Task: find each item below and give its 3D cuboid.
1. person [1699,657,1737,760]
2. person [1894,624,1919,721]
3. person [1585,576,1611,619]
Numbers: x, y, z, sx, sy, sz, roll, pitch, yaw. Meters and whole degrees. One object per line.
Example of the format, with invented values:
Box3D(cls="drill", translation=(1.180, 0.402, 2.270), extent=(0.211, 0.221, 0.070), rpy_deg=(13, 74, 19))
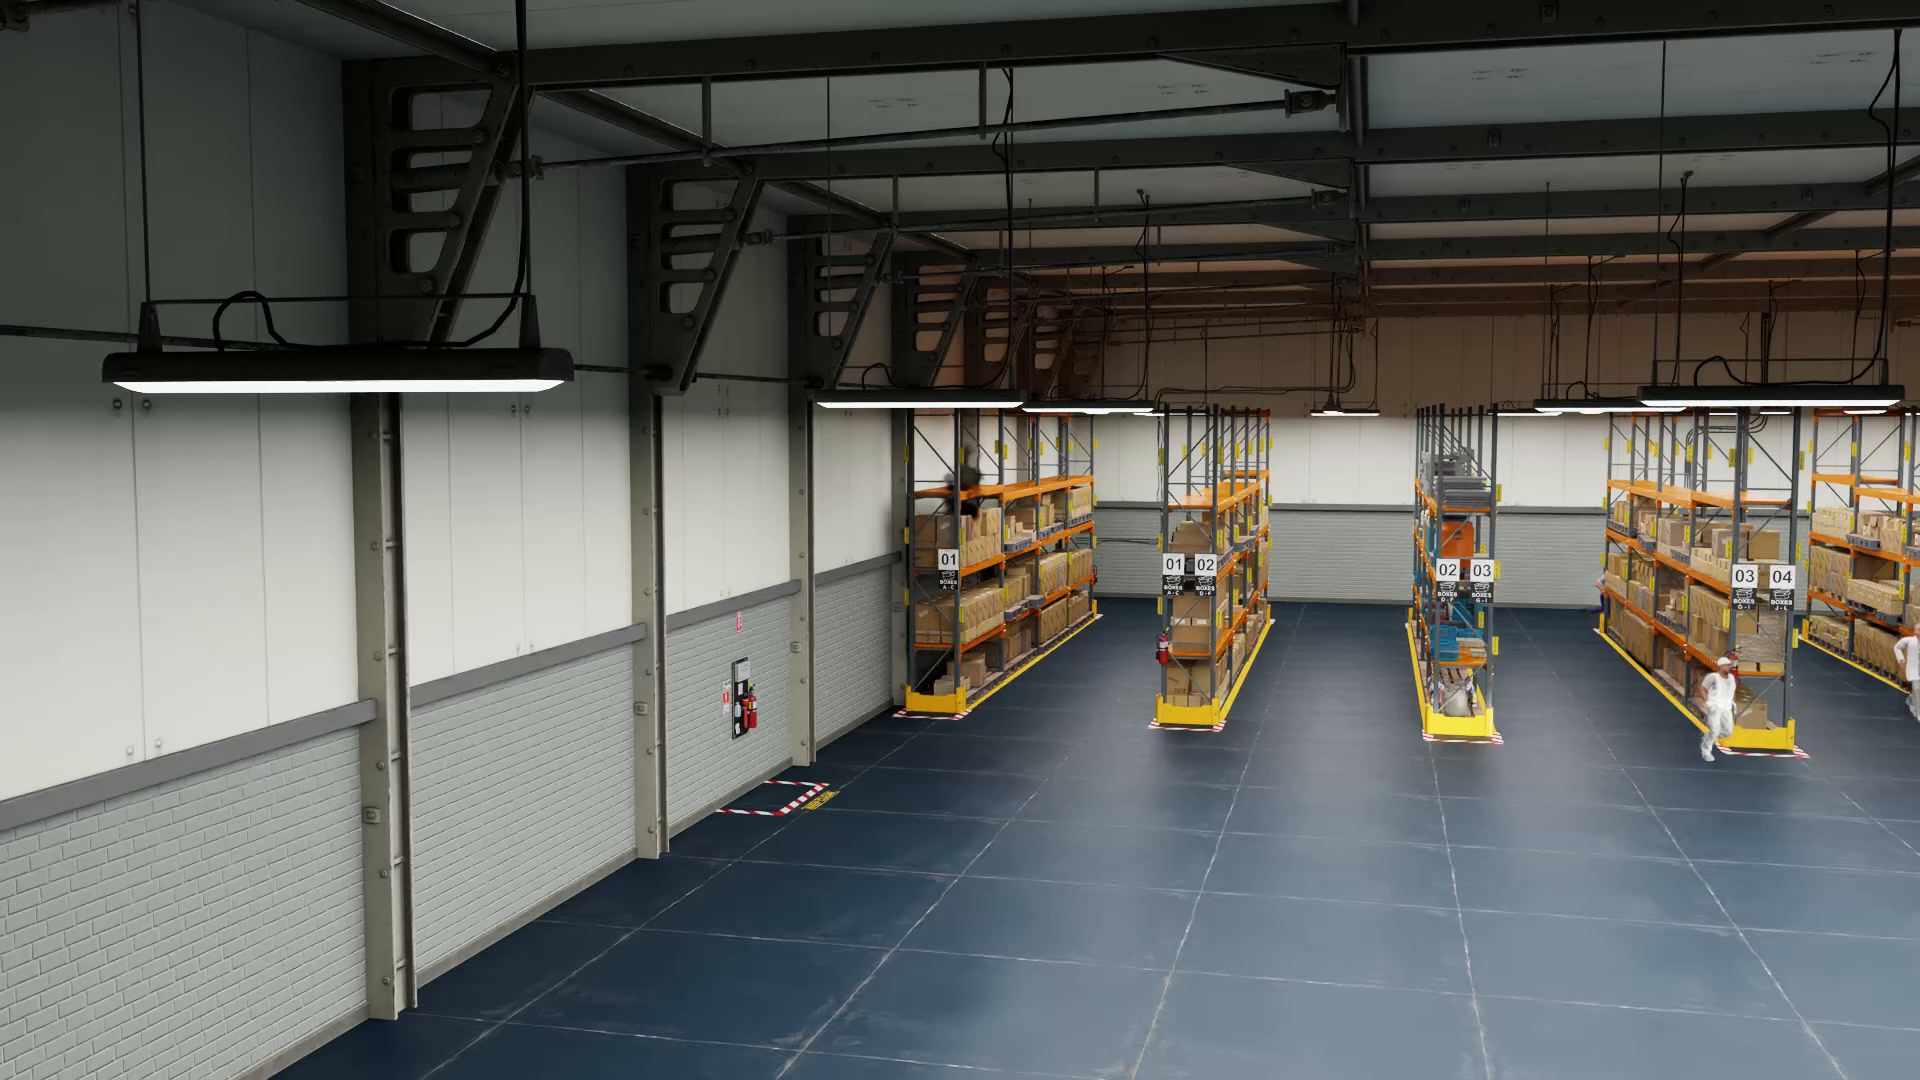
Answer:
Box3D(cls="person", translation=(12.786, 2.829, 28.008), extent=(0.736, 1.716, 0.556), rpy_deg=(-1, 4, -15))
Box3D(cls="person", translation=(18.281, 2.494, 31.734), extent=(0.695, 1.781, 1.045), rpy_deg=(0, 4, 6))
Box3D(cls="person", translation=(17.894, 1.669, 46.088), extent=(1.065, 1.464, 0.550), rpy_deg=(3, 5, 32))
